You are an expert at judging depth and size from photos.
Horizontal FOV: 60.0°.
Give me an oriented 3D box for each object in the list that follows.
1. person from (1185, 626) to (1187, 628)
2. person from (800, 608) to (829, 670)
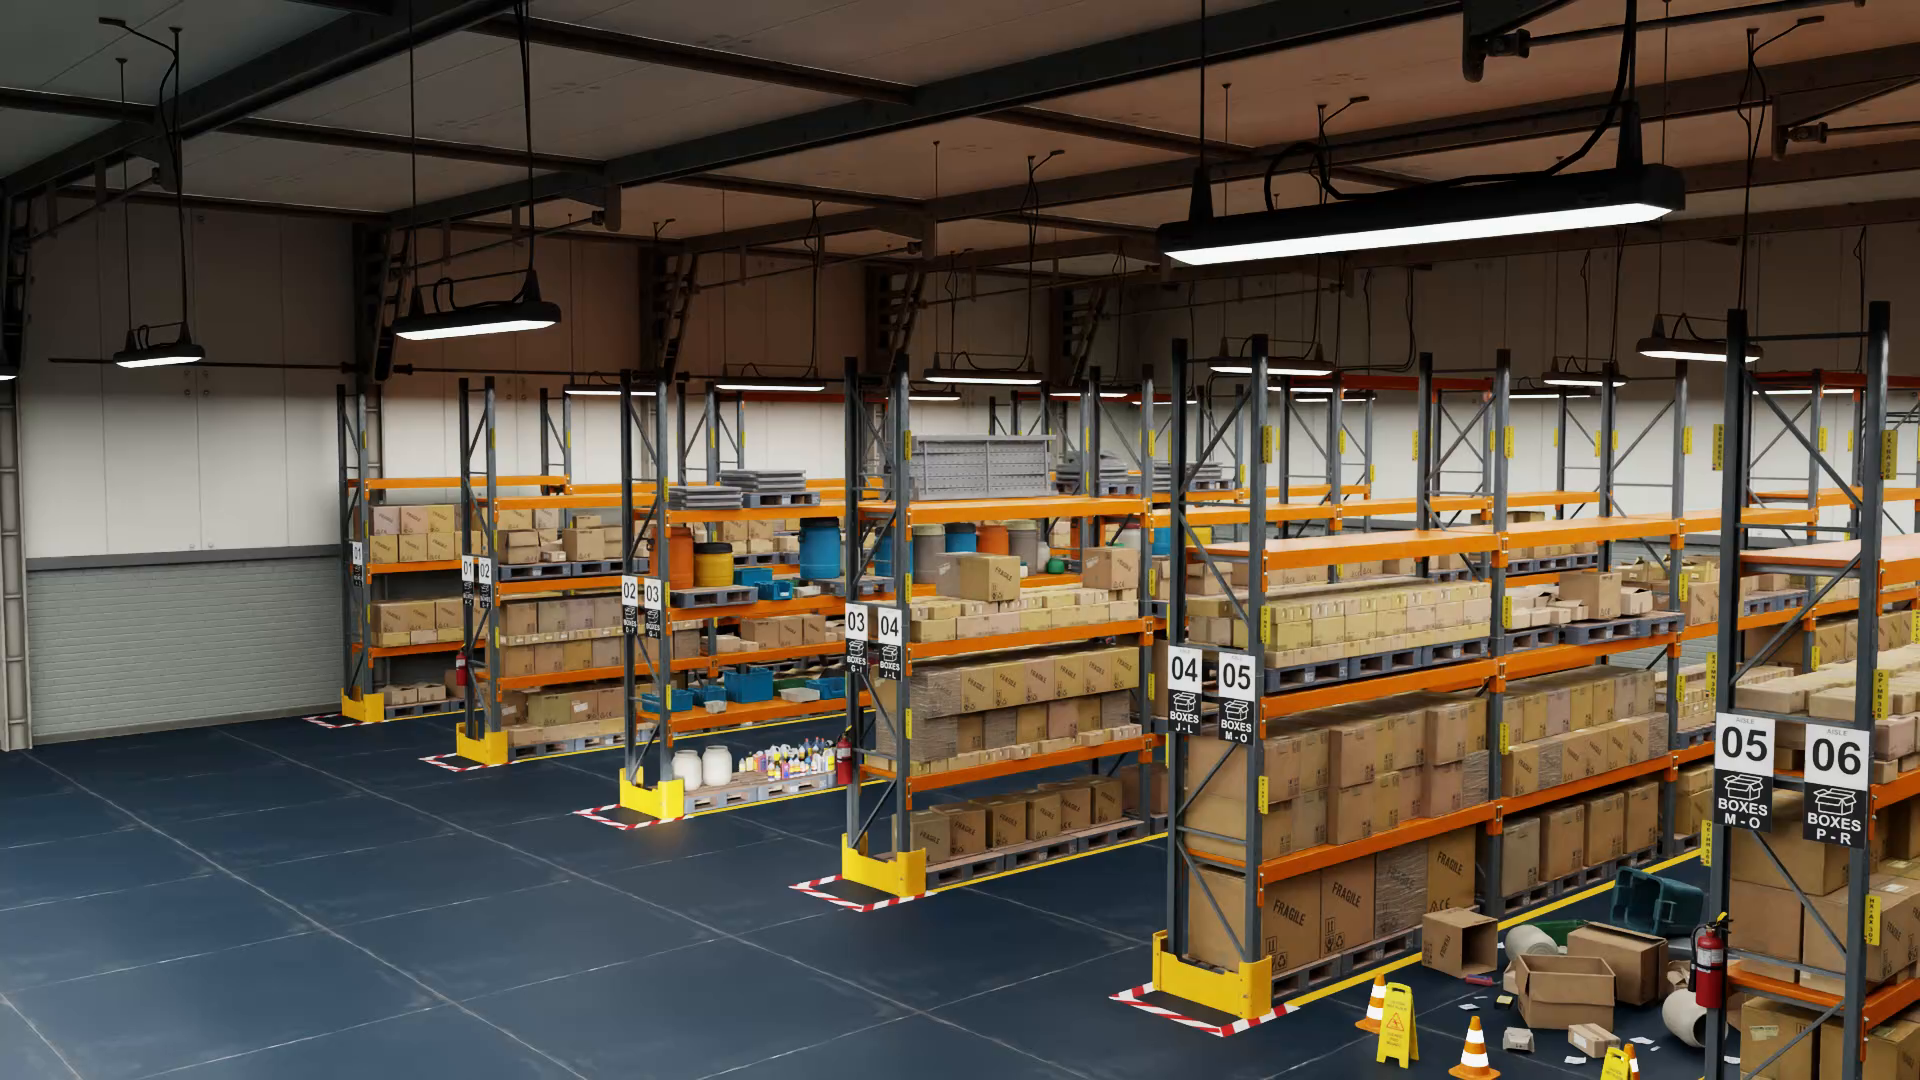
[{"bbox_3d":[5.092,1.863,37.732,0.527,1.672,0.419,-2,4,-30],"label":"person"},{"bbox_3d":[-3.035,2.090,34.252,0.500,1.607,0.961,2,4,27],"label":"person"}]
